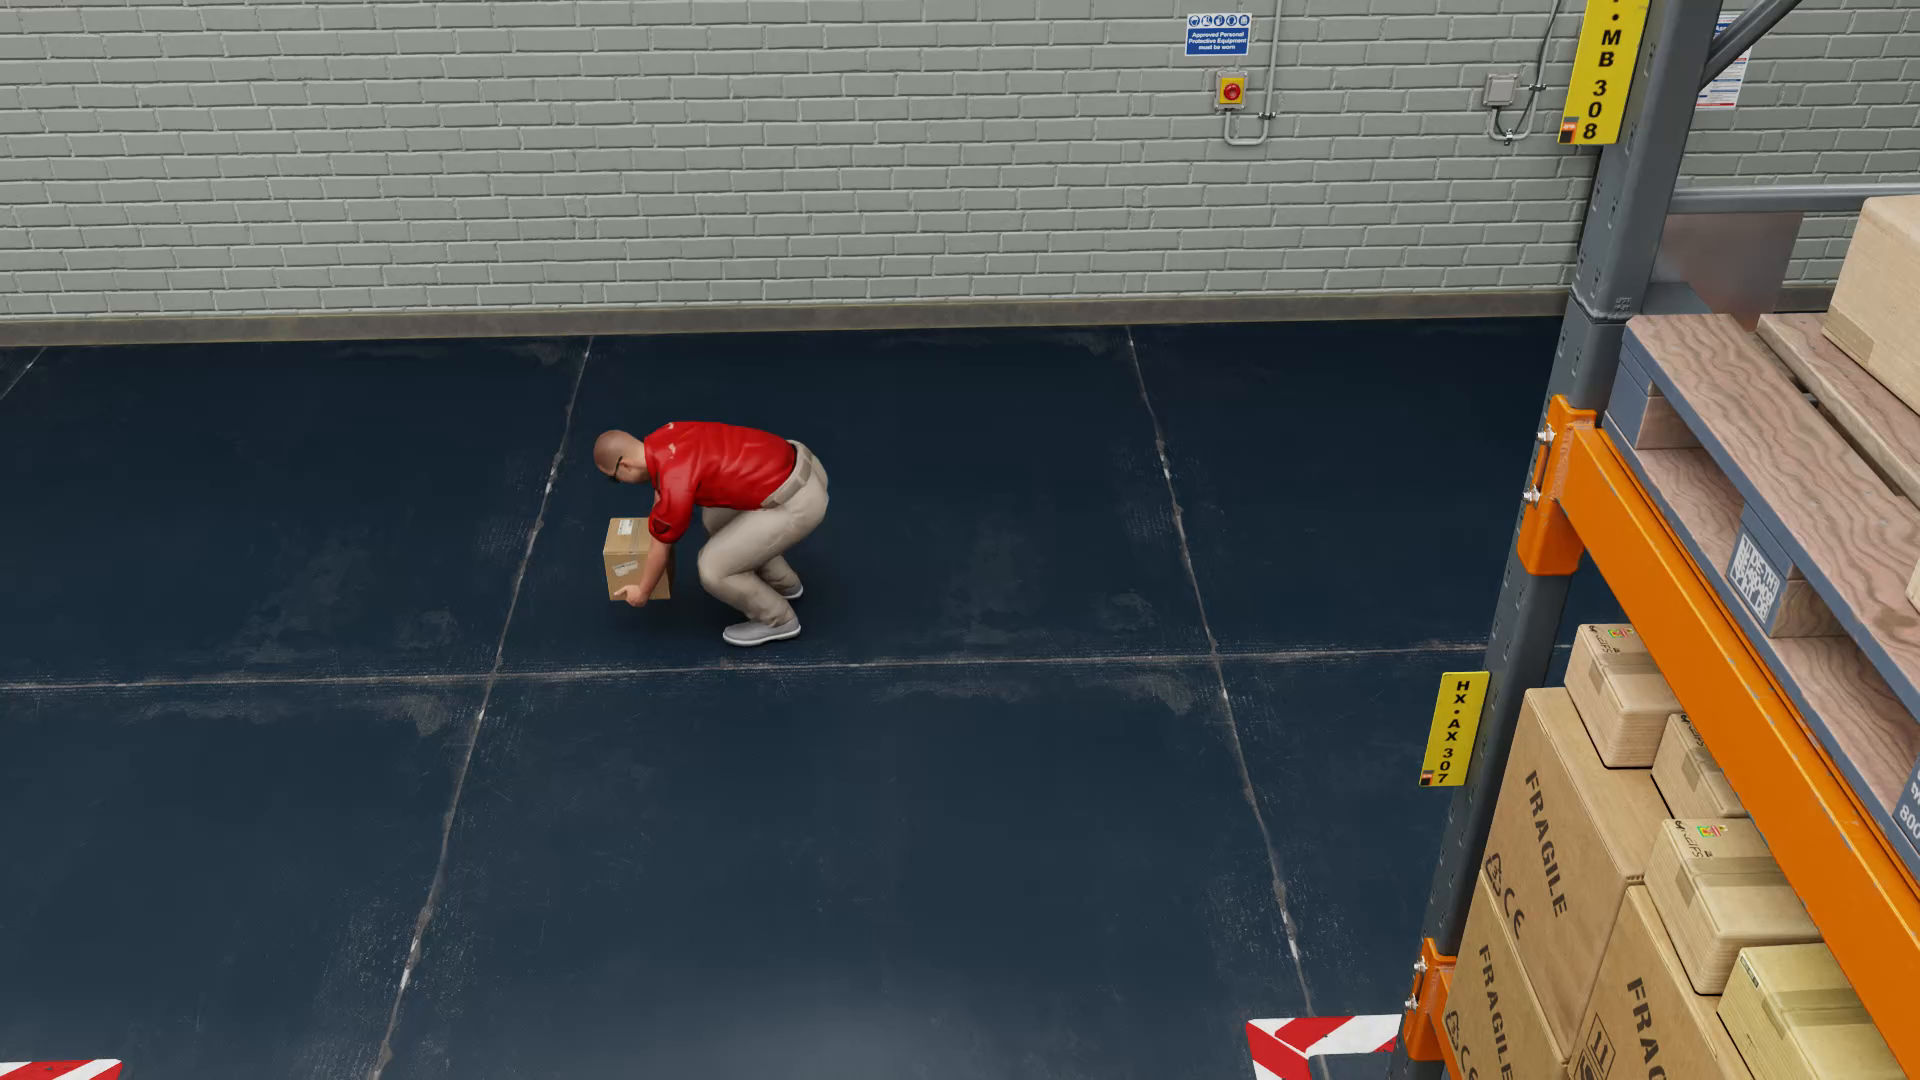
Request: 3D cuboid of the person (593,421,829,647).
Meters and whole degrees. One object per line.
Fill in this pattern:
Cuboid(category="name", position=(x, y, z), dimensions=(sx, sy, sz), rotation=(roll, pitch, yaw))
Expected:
Cuboid(category="person", position=(-1.003, -0.059, 6.902), dimensions=(0.925, 0.978, 0.544), rotation=(-3, 35, -4))
